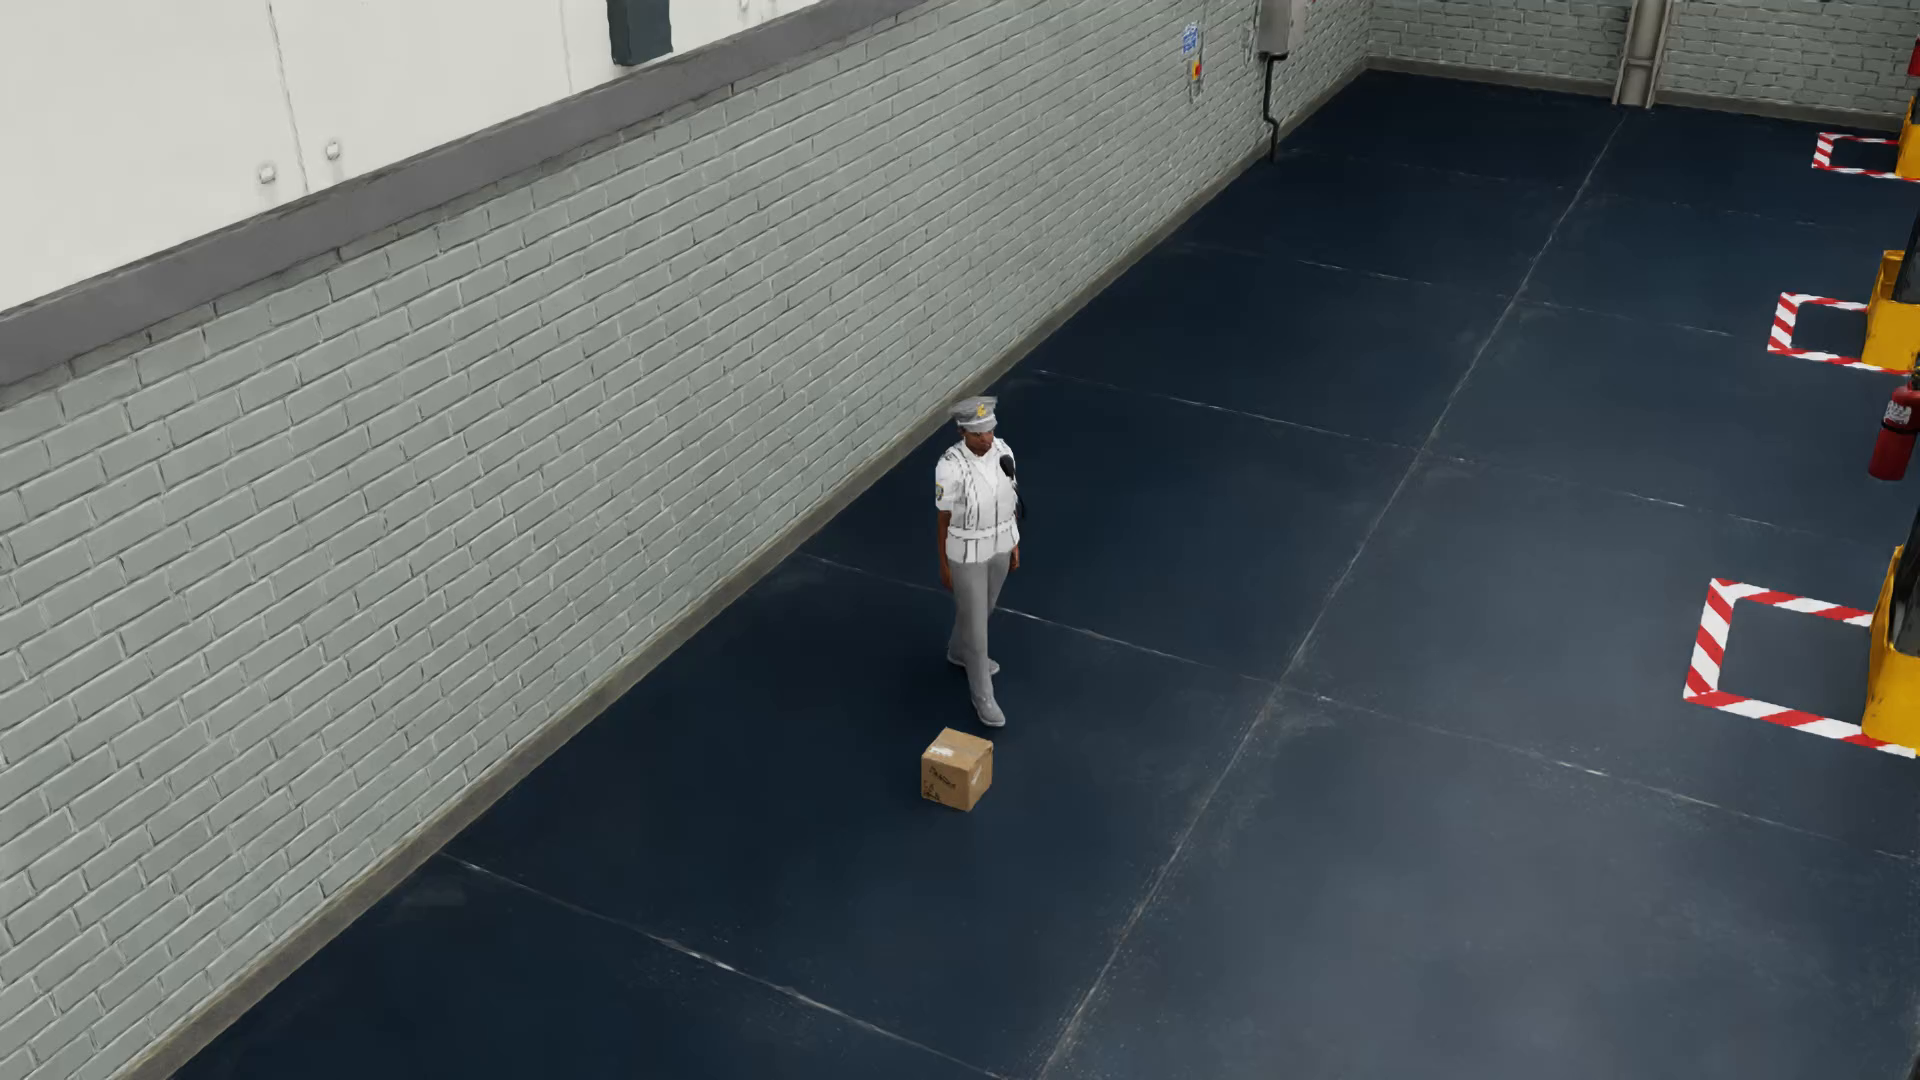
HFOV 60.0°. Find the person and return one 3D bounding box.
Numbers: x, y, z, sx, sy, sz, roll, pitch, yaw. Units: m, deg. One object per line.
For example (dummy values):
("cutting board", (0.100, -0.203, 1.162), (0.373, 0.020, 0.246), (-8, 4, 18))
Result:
("person", (0.108, 0.058, 8.156), (0.441, 1.663, 0.639), (-22, 37, -33))
